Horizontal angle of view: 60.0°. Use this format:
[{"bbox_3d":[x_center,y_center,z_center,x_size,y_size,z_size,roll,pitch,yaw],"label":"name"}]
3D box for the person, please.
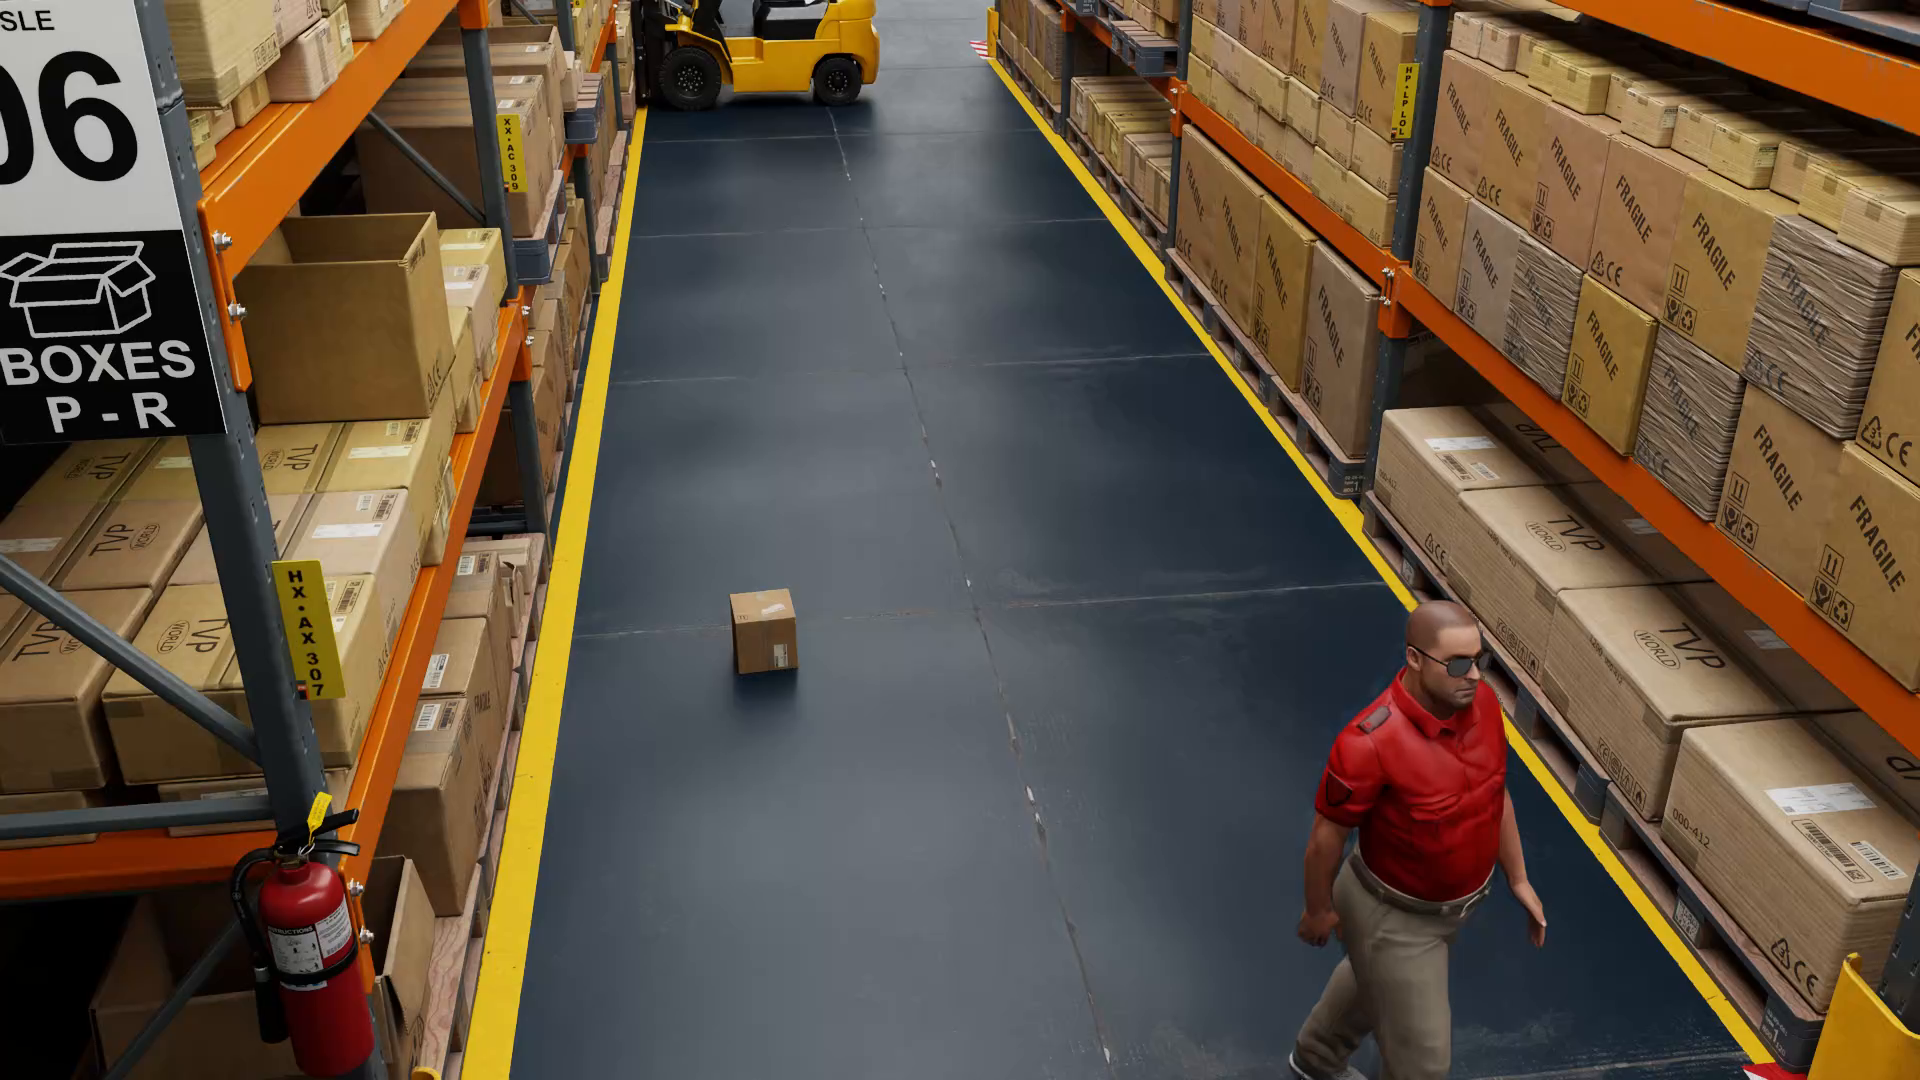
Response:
[{"bbox_3d":[1.216,0.979,4.259,0.543,1.770,0.791,-22,34,-36],"label":"person"}]
